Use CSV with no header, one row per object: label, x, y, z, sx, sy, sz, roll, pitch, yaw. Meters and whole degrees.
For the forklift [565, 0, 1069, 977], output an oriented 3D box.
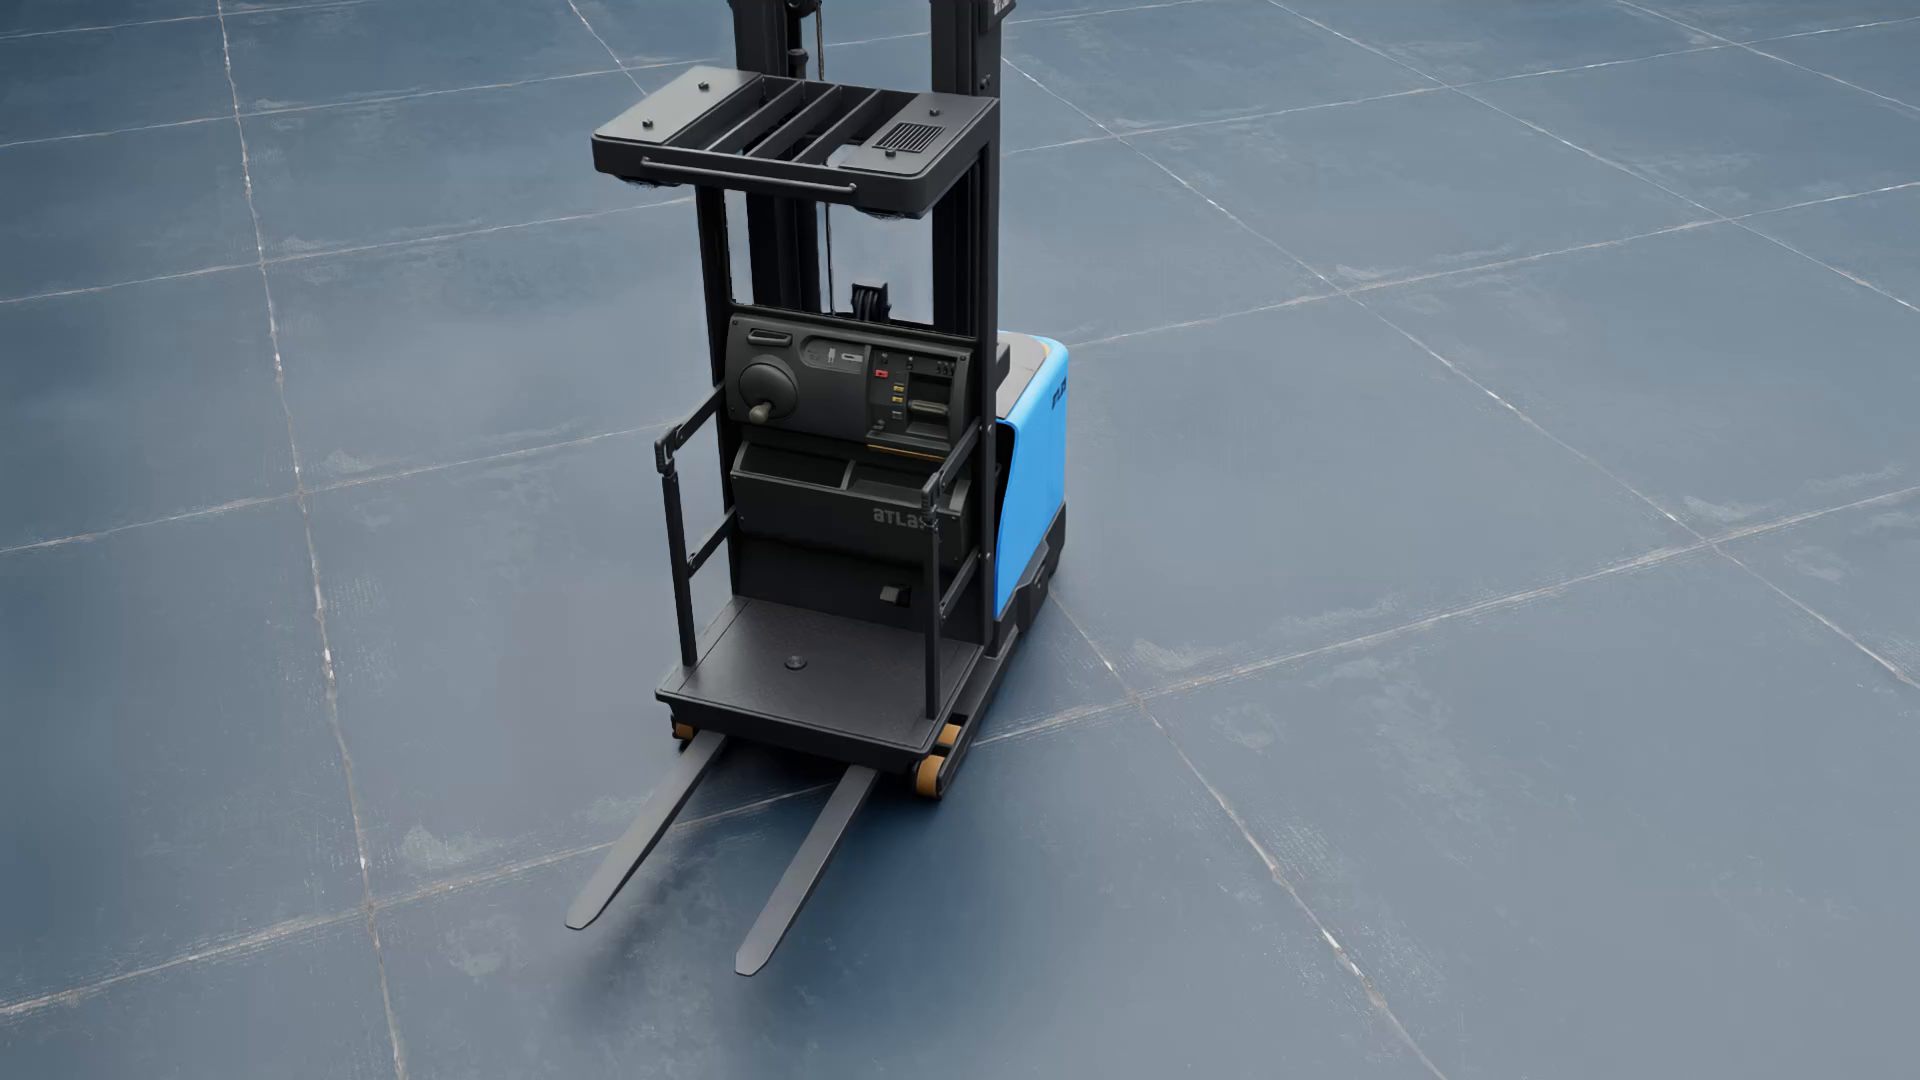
forklift,-0.481,-0.508,5.844,1.130,2.935,3.031,11,35,16
